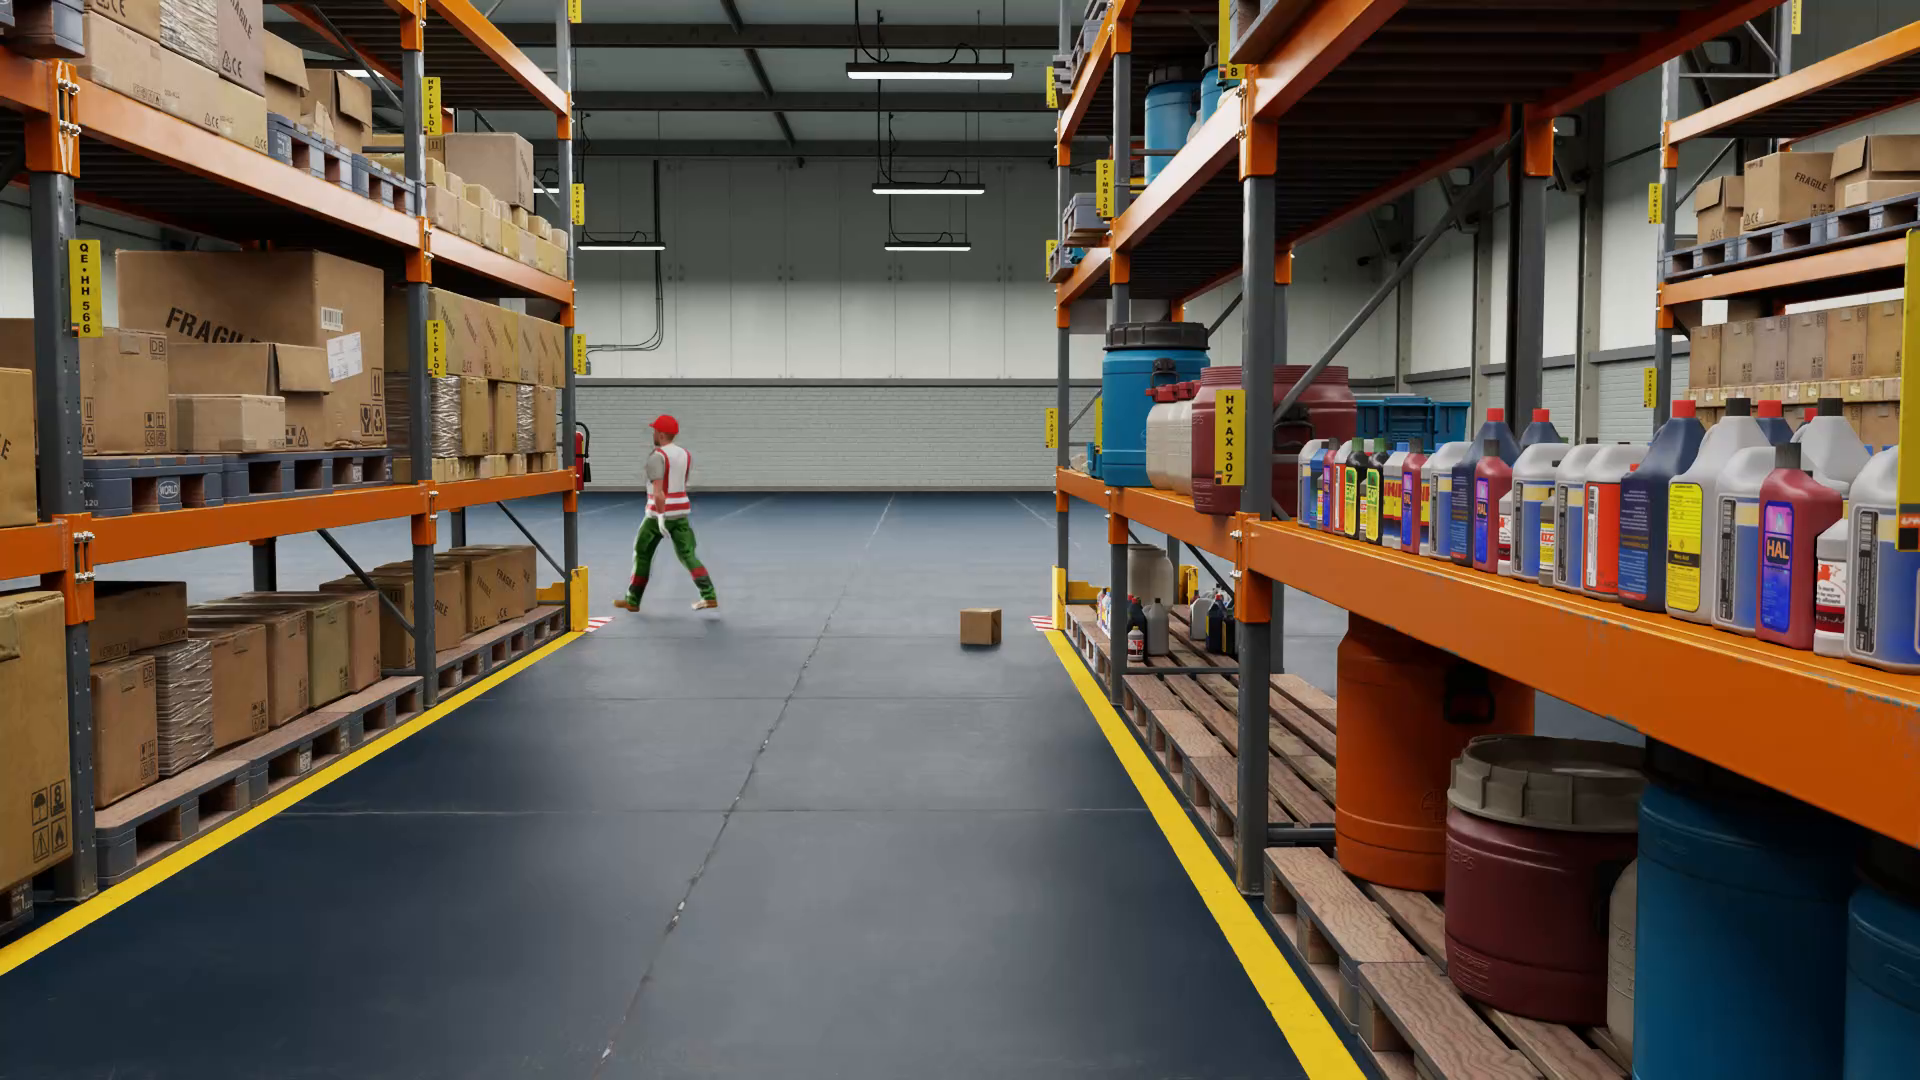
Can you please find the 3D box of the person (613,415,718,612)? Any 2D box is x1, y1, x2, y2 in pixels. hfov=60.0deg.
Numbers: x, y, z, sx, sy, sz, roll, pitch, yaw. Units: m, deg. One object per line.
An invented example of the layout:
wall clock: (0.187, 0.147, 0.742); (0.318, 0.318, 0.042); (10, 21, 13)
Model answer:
person: (-2.593, -0.224, 14.526); (1.103, 1.734, 0.517); (3, 5, 39)
